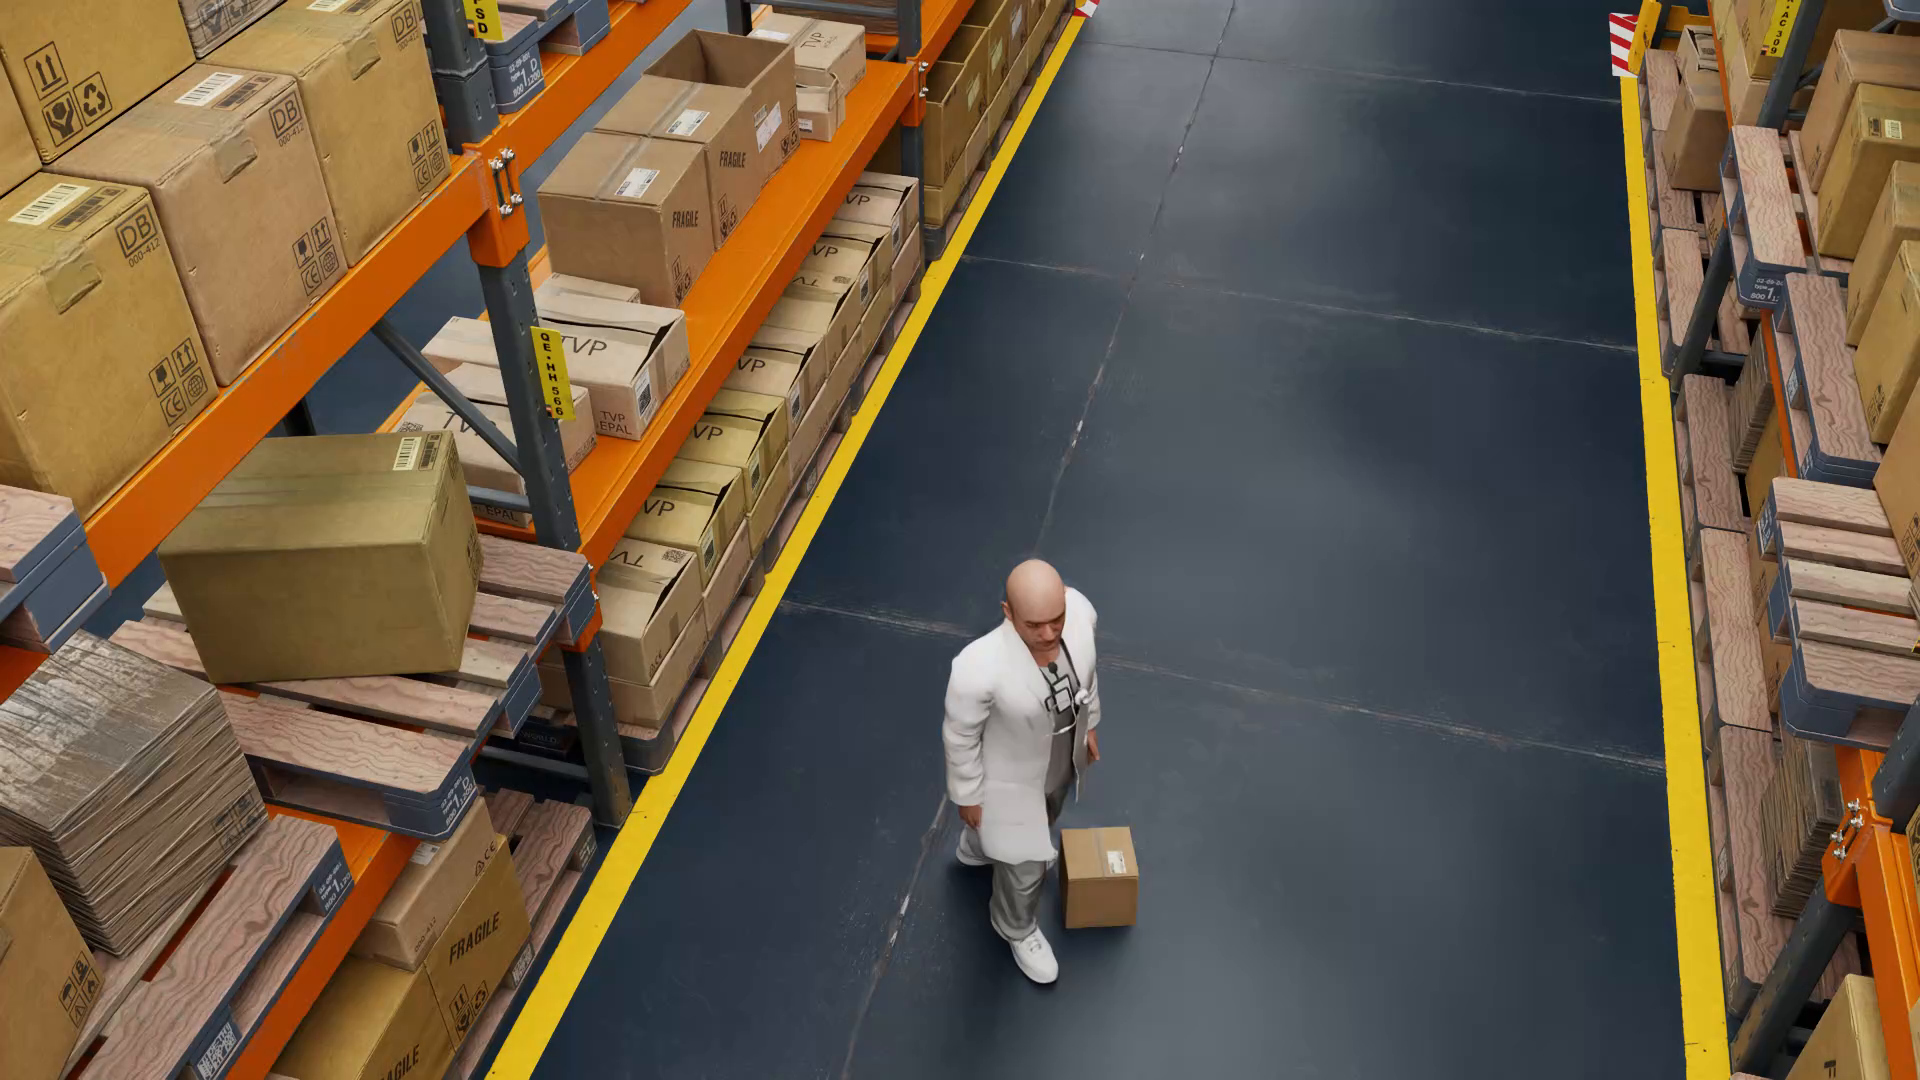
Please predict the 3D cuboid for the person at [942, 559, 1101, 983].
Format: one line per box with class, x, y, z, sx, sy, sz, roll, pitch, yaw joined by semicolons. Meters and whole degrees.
person;0.171;0.679;5.373;0.605;1.767;0.635;-31;49;-31
